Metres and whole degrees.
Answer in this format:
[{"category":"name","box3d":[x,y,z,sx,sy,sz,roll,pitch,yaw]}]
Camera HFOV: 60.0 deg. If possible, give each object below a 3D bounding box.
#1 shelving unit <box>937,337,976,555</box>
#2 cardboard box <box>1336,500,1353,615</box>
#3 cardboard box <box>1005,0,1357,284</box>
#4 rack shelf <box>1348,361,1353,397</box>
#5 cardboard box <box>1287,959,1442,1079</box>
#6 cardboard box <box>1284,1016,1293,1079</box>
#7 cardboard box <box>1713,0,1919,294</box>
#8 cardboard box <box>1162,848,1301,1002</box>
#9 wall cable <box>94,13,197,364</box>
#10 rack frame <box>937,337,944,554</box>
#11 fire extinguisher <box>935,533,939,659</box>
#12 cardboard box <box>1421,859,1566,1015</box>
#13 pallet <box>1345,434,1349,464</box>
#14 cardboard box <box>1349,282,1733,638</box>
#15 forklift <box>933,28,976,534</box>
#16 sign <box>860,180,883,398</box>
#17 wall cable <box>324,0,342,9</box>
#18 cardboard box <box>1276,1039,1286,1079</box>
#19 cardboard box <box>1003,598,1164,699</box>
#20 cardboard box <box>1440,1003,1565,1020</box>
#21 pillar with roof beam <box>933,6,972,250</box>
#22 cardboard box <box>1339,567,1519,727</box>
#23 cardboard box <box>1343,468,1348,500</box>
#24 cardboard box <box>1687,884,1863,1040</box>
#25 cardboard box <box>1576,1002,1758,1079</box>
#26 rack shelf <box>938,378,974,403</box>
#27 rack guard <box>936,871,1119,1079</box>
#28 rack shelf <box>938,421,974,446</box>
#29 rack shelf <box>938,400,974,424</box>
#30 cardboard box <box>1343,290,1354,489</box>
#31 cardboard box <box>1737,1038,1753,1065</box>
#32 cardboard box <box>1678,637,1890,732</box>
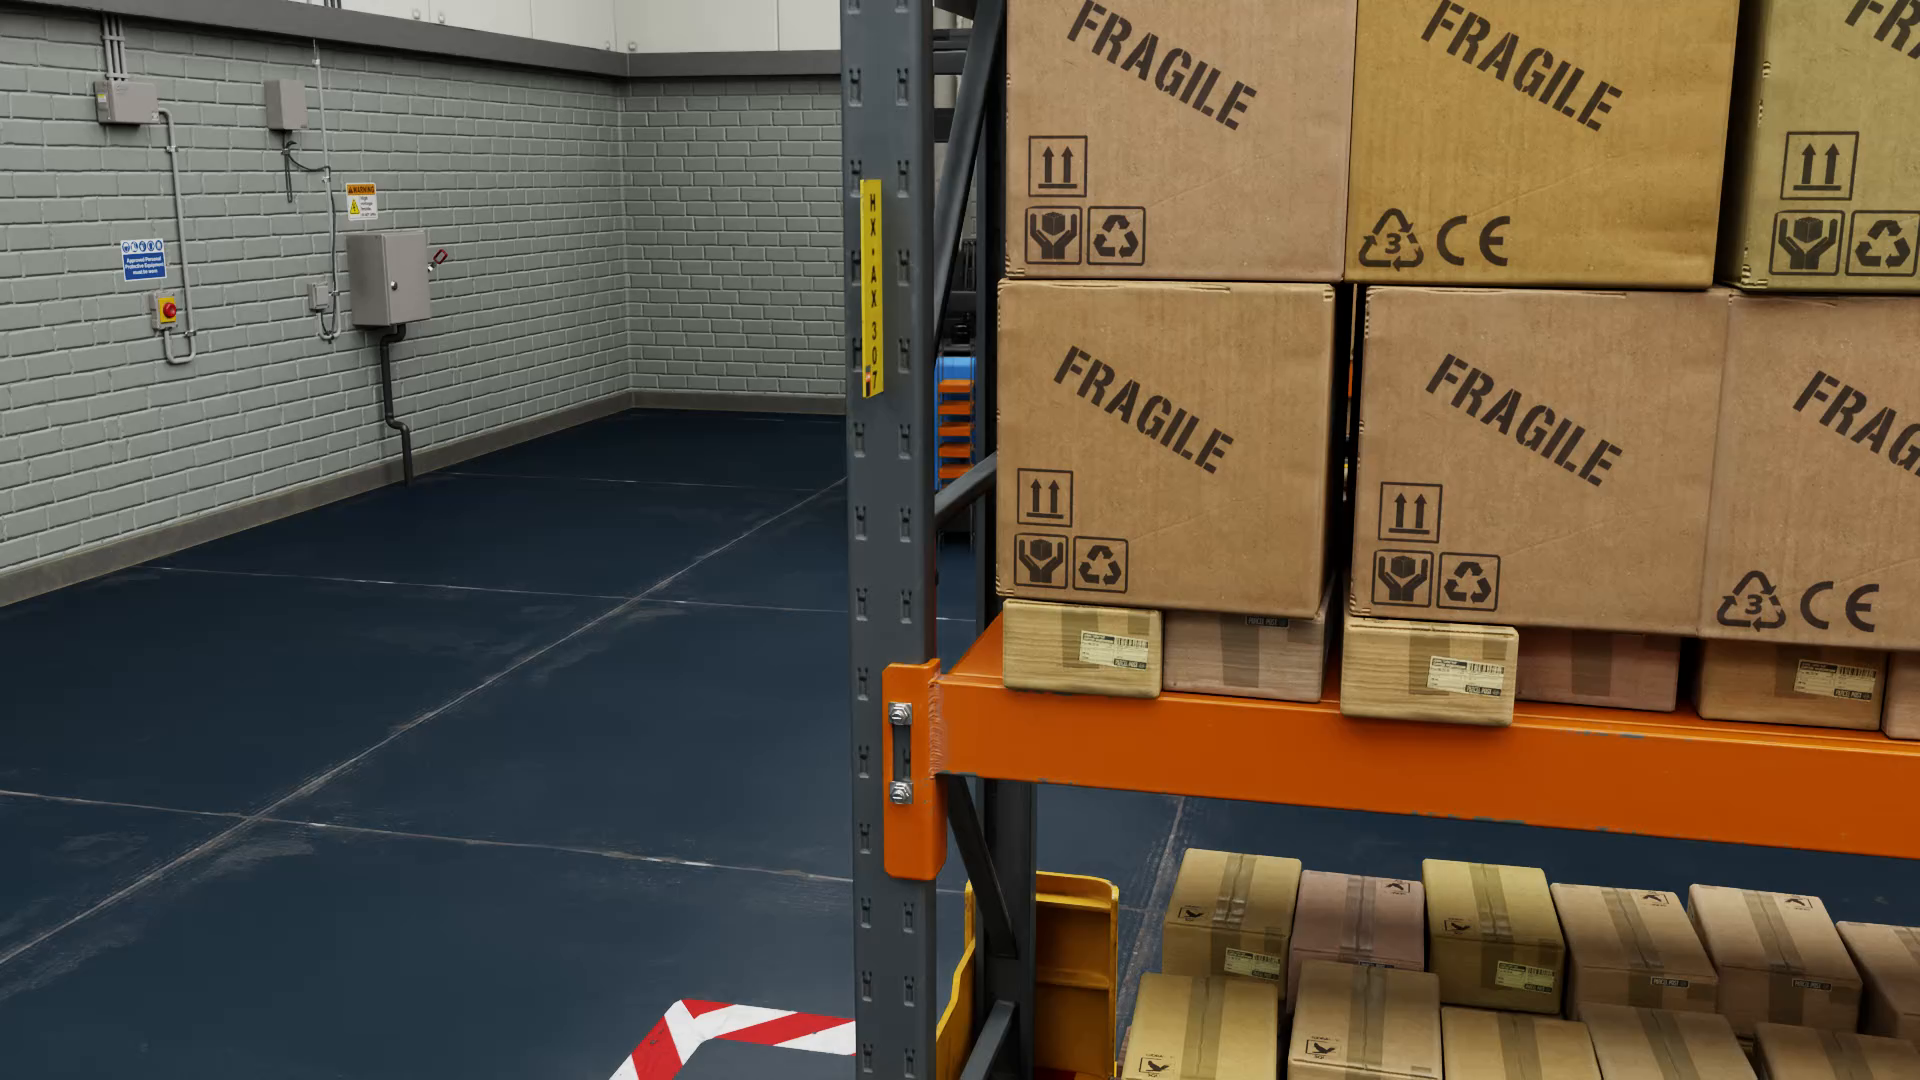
[{"category":"shelving unit","box3d":[-0.018,-0.528,9.342,0.189,1.200,0.258,1,13,6]},{"category":"cardboard box","box3d":[0.860,0.035,3.232,0.250,0.149,0.380,3,13,13]},{"category":"cardboard box","box3d":[0.369,-0.679,2.643,0.500,0.500,0.500,3,13,13]},{"category":"rack shelf","box3d":[3.026,-0.667,7.477,4.000,0.370,1.077,3,13,14]},{"category":"cardboard box","box3d":[0.720,0.908,2.955,0.250,0.149,0.380,3,13,15]},{"category":"cardboard box","box3d":[0.557,1.094,3.489,0.250,0.149,0.380,3,13,14]},{"category":"cardboard box","box3d":[1.360,-0.623,2.388,0.500,0.500,0.500,3,13,12]},{"category":"cardboard box","box3d":[0.571,0.795,3.466,0.250,0.149,0.380,3,13,14]},{"category":"wall cable","box3d":[-4.396,-1.921,9.050,0.123,1.953,0.585,3,13,14]},{"category":"rack frame","box3d":[-0.109,-0.530,9.352,0.006,1.200,0.240,1,13,6]},{"category":"fire extinguisher","box3d":[-0.138,0.034,3.696,0.183,0.674,0.296,3,13,14]},{"category":"cardboard box","box3d":[1.083,0.806,3.413,0.250,0.149,0.380,3,13,12]},{"category":"pallet","box3d":[3.118,-0.760,12.671,1.213,0.211,1.003,3,13,14]},{"category":"cardboard box","box3d":[0.892,-0.166,2.640,0.500,0.500,0.500,3,13,14]},{"category":"forklift","box3d":[0.121,-1.732,10.773,1.130,2.935,3.031,1,13,6]},{"category":"sign","box3d":[-0.133,-0.385,2.543,0.005,0.325,0.100,3,13,14]},{"category":"wall cable","box3d":[-3.619,-5.047,11.620,0.133,3.039,2.988,3,13,14]},{"category":"cardboard box","box3d":[0.444,1.047,3.016,0.250,0.149,0.380,4,13,16]},{"category":"cardboard box","box3d":[0.232,0.132,2.792,0.250,0.149,0.380,3,13,13]},{"category":"cardboard box","box3d":[1.082,0.960,3.409,0.250,0.149,0.380,3,13,11]},{"category":"pillar with roof beam","box3d":[-1.163,-4.519,9.327,0.400,9.000,9.100,3,13,14]},{"category":"cardboard box","box3d":[0.738,0.162,2.658,0.250,0.149,0.380,3,13,12]},{"category":"cardboard box","box3d":[1.749,-0.063,8.039,0.875,0.438,0.875,3,13,12]},{"category":"cardboard box","box3d":[1.594,0.835,3.282,0.250,0.149,0.380,4,13,16]},{"category":"cardboard box","box3d":[1.195,0.943,2.795,0.250,0.149,0.380,2,13,11]},{"category":"rack shelf","box3d":[-0.018,-0.836,9.274,0.180,0.103,0.258,1,13,6]},{"category":"rack guard","box3d":[0.070,1.148,3.404,0.348,0.500,1.175,3,13,14]},{"category":"rack shelf","box3d":[-0.018,-0.602,9.326,0.180,0.103,0.258,1,13,6]},{"category":"rack shelf","box3d":[-0.018,-0.719,9.300,0.180,0.103,0.258,1,13,6]},{"category":"cardboard box","box3d":[0.494,-0.301,3.247,0.500,0.500,0.500,3,13,15]},{"category":"cardboard box","box3d":[1.588,0.984,3.300,0.250,0.149,0.380,3,13,14]},{"category":"cardboard box","box3d":[1.280,0.166,2.640,0.250,0.149,0.380,3,13,13]}]
